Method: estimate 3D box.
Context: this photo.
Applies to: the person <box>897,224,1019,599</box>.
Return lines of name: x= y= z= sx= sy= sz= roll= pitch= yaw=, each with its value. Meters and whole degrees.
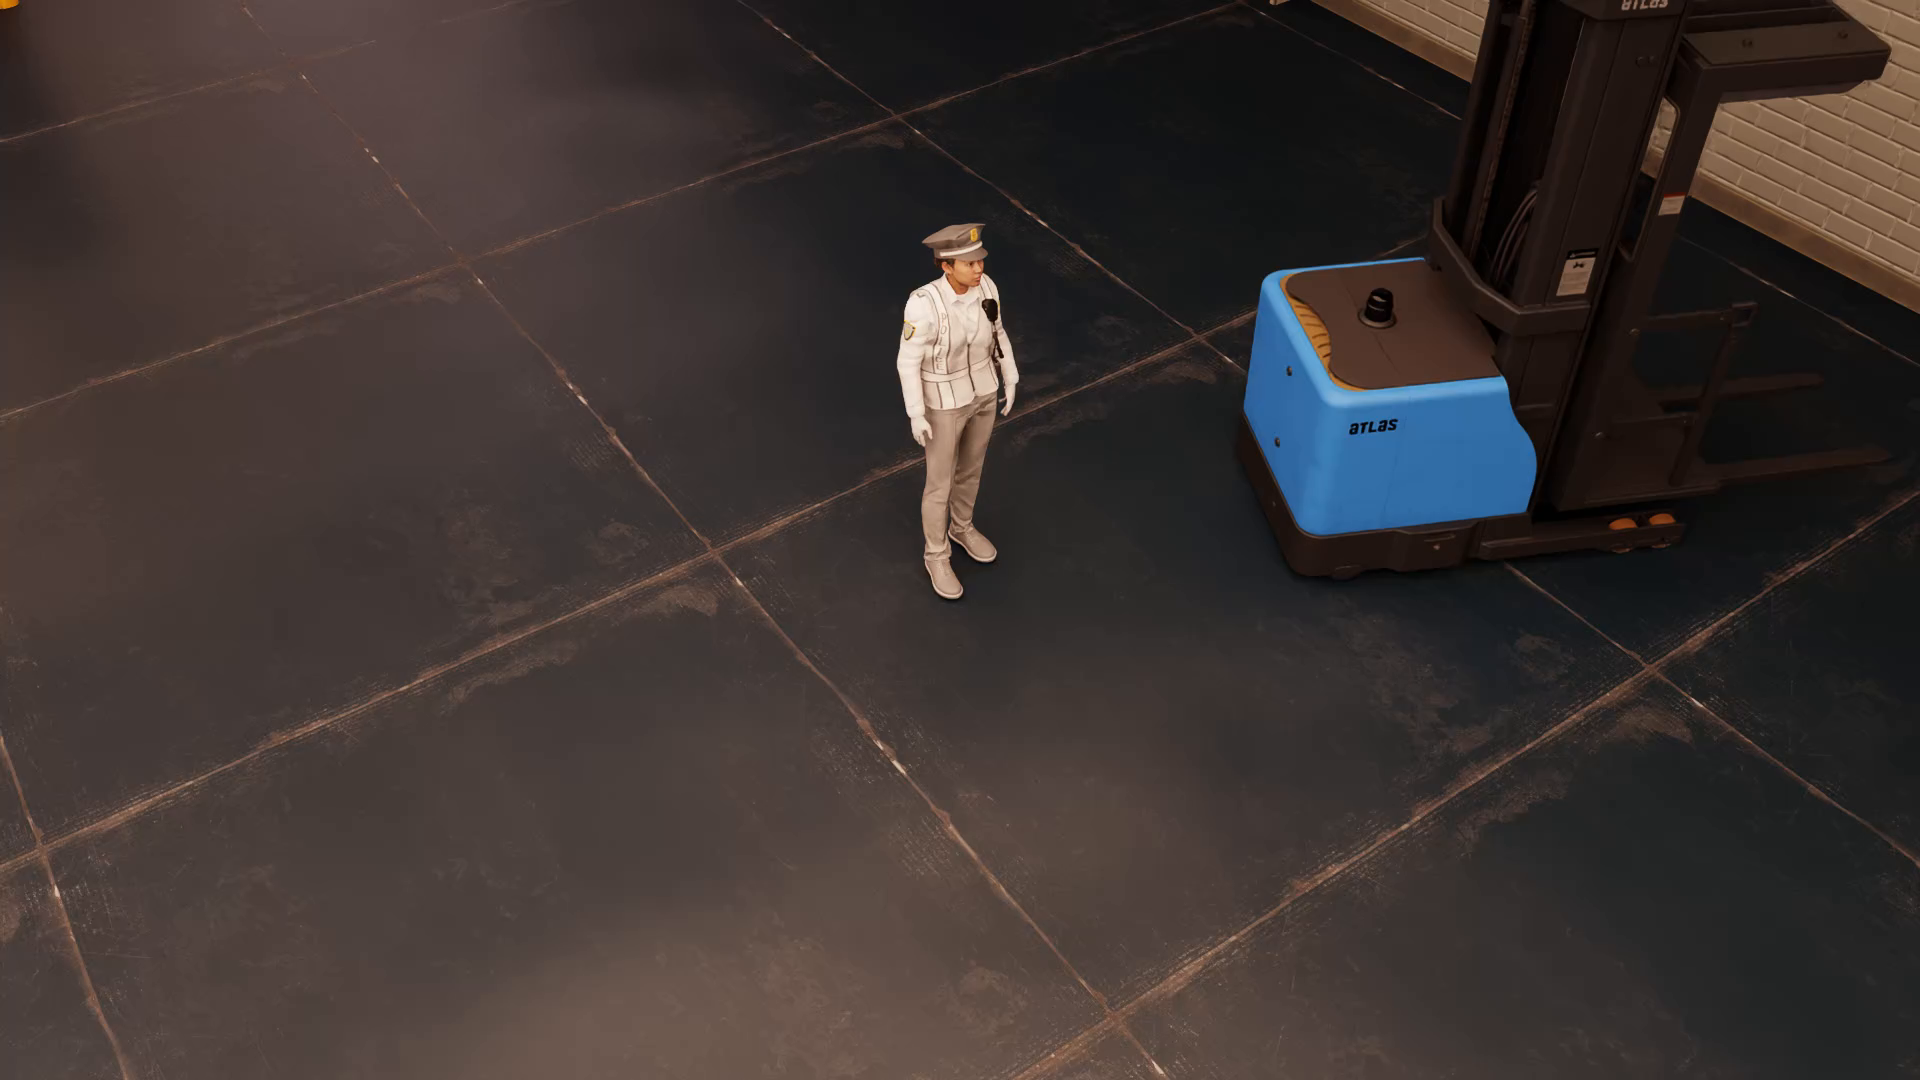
person: x=0.033 y=-0.589 z=7.256 sx=0.588 sy=1.696 sz=0.533 roll=-25 pitch=48 yaw=-25

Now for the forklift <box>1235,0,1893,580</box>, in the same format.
forklift: x=2.934 y=-1.367 z=7.199 sx=3.031 sy=2.935 sz=1.130 roll=-6 pitch=43 yaw=-7
